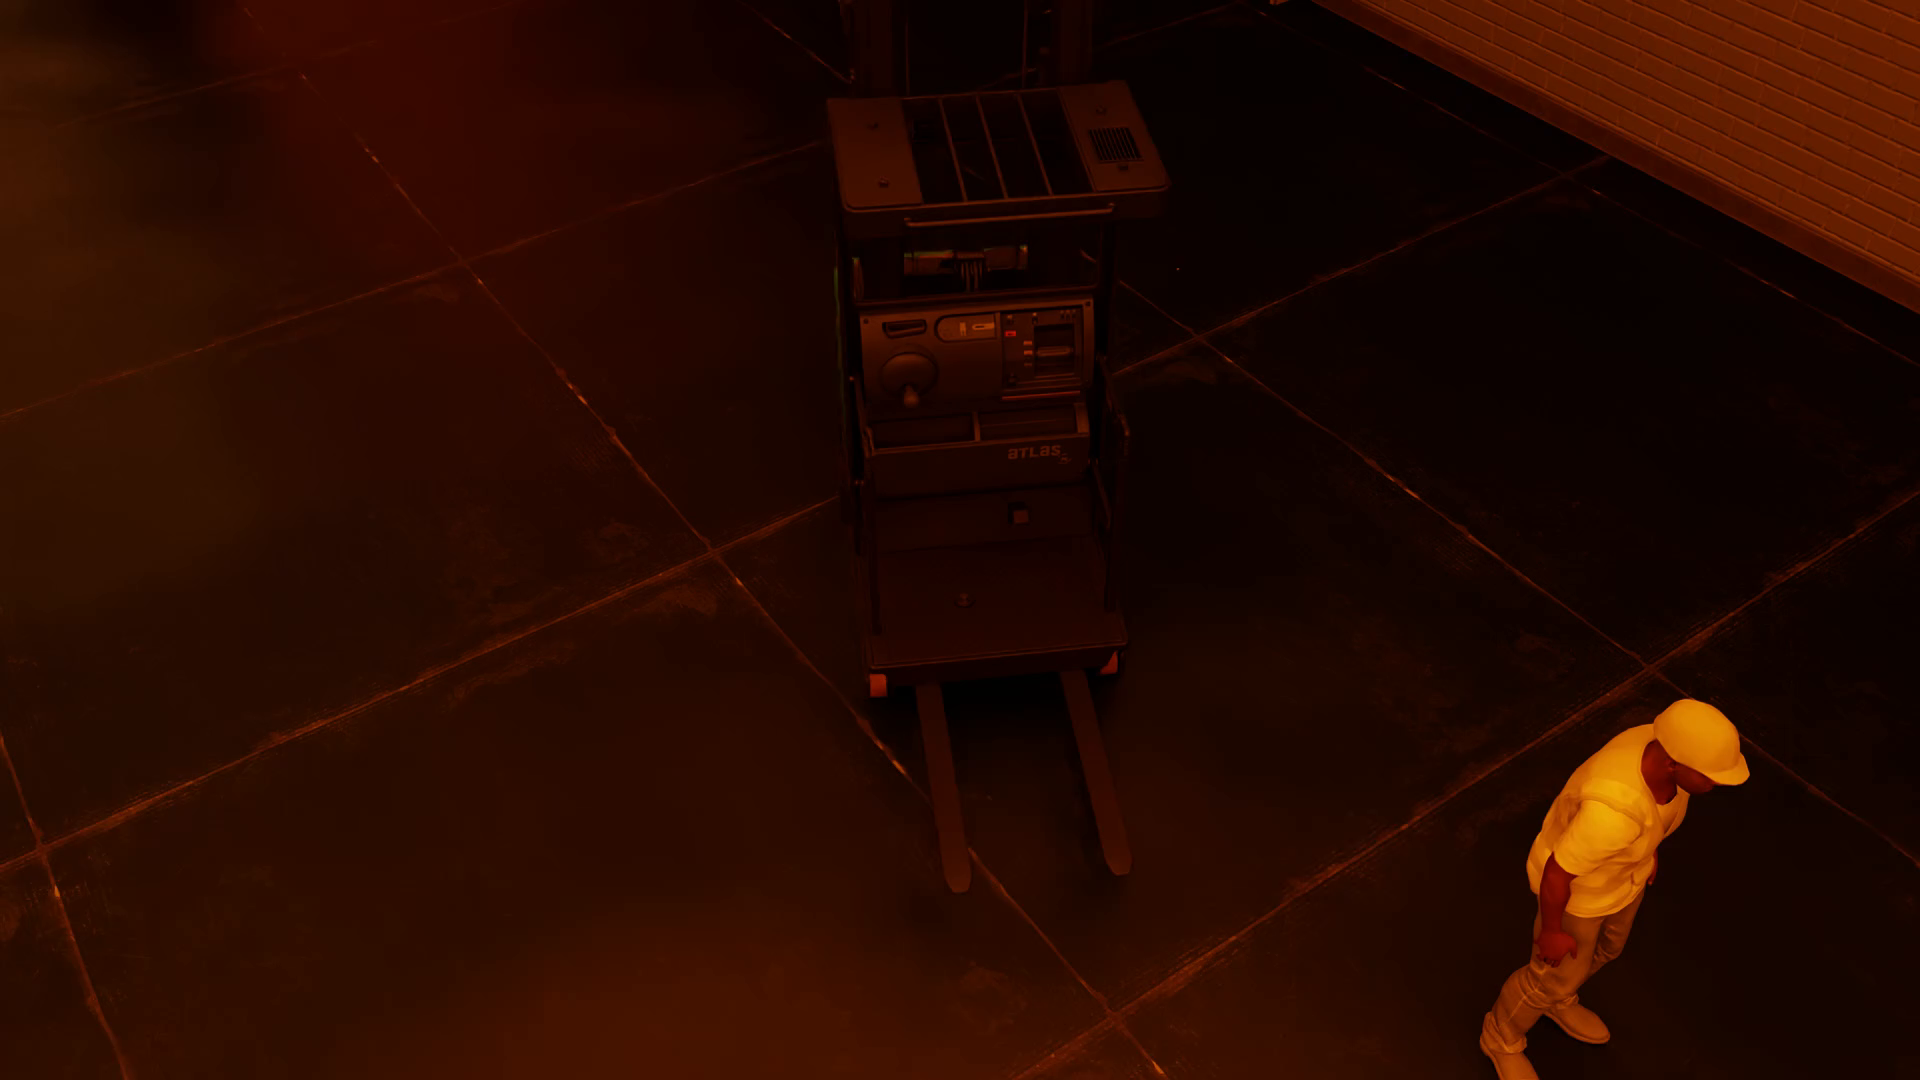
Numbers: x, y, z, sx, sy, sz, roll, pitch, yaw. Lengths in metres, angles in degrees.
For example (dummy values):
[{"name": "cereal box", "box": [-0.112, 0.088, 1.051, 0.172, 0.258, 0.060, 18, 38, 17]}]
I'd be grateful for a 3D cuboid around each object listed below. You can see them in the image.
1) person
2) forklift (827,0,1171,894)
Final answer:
[{"name": "person", "box": [2.078, 1.118, 5.370, 0.627, 1.759, 0.462, -29, 50, -28]}, {"name": "forklift", "box": [0.103, -0.657, 6.429, 1.130, 2.935, 3.031, -5, 43, -6]}]
